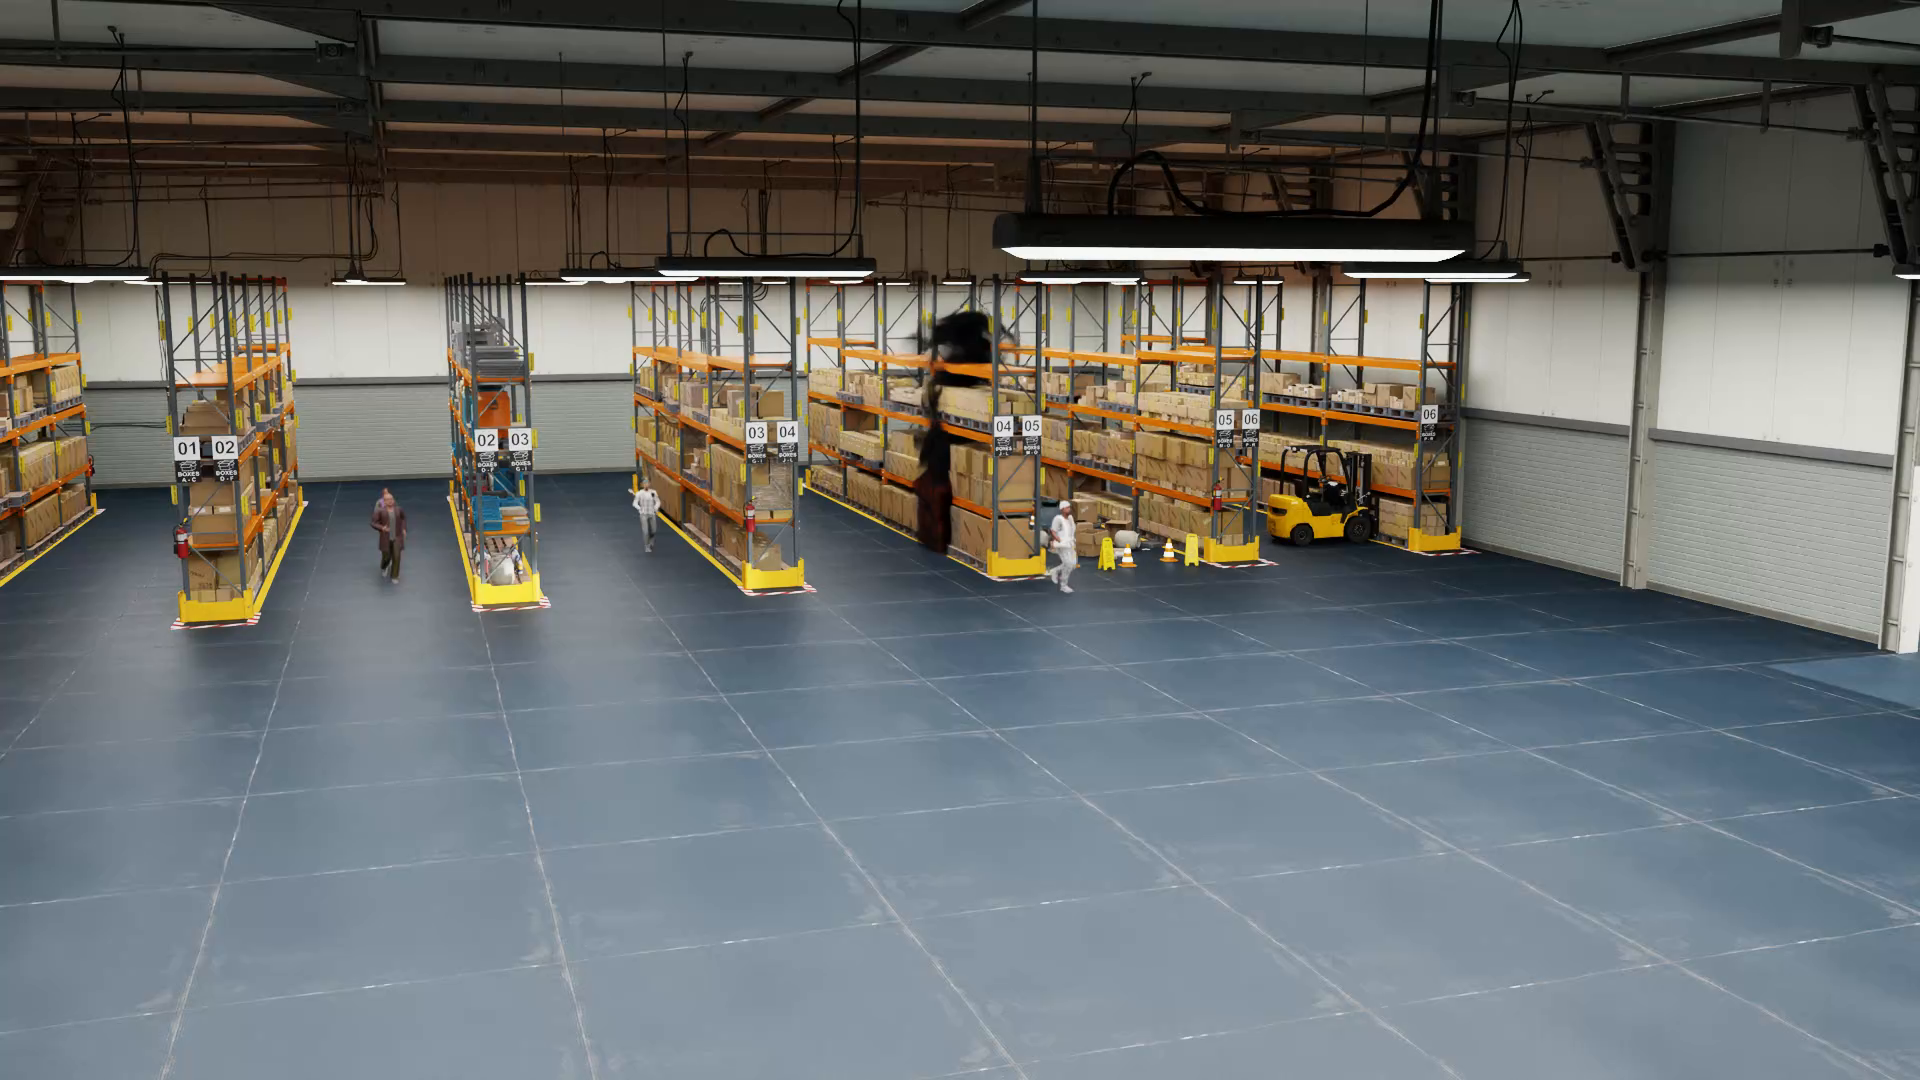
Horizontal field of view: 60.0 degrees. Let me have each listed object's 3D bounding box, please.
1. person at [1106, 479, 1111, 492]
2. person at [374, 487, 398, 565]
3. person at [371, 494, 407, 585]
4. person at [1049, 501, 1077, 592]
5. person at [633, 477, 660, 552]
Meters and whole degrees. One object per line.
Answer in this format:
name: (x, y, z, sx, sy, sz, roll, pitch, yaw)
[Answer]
person: (3.985, -1.877, 44.986, 0.548, 1.726, 0.709, -3, 9, -19)
person: (-11.939, -0.310, 34.682, 0.543, 1.586, 0.849, -4, 10, -26)
person: (-11.124, -0.032, 32.460, 0.718, 1.746, 0.833, -5, 10, -31)
person: (1.934, 0.108, 31.641, 0.620, 1.735, 0.714, 6, 10, 33)
person: (-6.822, -0.556, 36.302, 0.612, 1.643, 0.551, -3, 9, -18)
